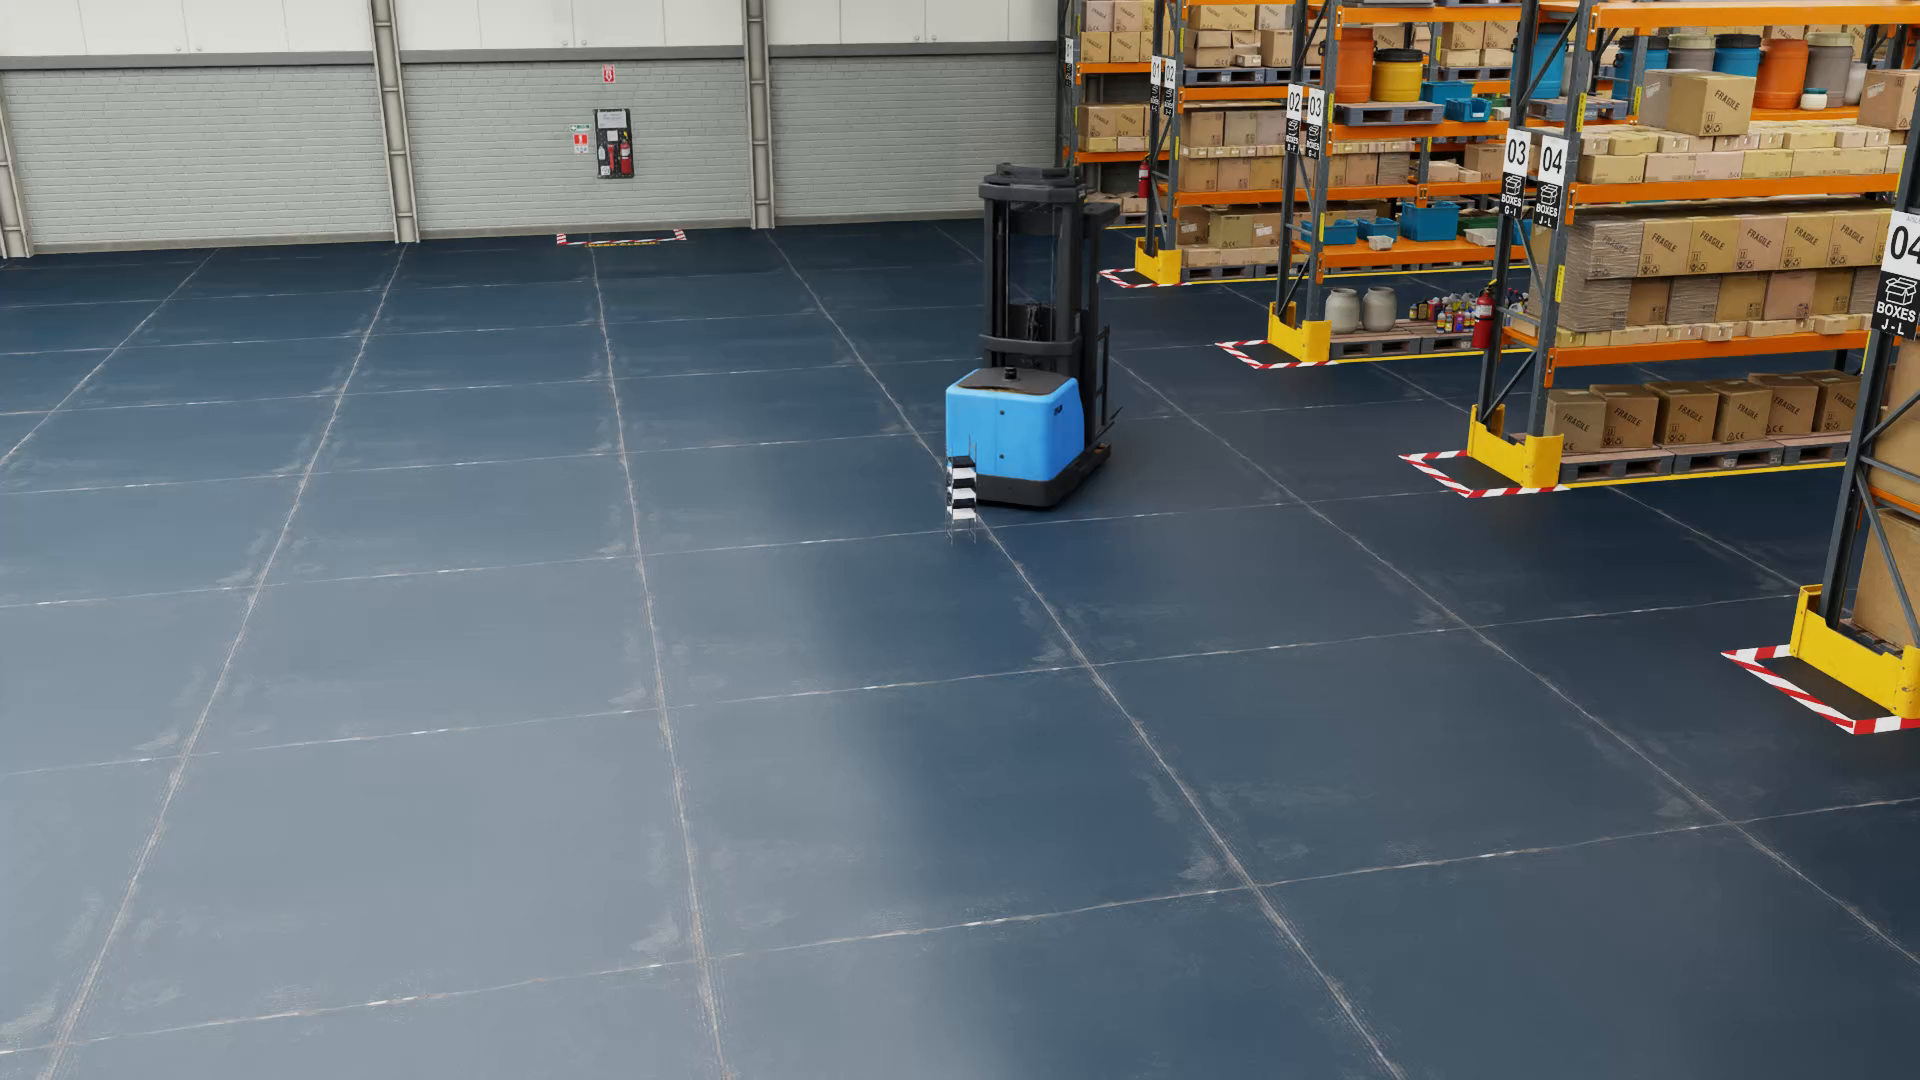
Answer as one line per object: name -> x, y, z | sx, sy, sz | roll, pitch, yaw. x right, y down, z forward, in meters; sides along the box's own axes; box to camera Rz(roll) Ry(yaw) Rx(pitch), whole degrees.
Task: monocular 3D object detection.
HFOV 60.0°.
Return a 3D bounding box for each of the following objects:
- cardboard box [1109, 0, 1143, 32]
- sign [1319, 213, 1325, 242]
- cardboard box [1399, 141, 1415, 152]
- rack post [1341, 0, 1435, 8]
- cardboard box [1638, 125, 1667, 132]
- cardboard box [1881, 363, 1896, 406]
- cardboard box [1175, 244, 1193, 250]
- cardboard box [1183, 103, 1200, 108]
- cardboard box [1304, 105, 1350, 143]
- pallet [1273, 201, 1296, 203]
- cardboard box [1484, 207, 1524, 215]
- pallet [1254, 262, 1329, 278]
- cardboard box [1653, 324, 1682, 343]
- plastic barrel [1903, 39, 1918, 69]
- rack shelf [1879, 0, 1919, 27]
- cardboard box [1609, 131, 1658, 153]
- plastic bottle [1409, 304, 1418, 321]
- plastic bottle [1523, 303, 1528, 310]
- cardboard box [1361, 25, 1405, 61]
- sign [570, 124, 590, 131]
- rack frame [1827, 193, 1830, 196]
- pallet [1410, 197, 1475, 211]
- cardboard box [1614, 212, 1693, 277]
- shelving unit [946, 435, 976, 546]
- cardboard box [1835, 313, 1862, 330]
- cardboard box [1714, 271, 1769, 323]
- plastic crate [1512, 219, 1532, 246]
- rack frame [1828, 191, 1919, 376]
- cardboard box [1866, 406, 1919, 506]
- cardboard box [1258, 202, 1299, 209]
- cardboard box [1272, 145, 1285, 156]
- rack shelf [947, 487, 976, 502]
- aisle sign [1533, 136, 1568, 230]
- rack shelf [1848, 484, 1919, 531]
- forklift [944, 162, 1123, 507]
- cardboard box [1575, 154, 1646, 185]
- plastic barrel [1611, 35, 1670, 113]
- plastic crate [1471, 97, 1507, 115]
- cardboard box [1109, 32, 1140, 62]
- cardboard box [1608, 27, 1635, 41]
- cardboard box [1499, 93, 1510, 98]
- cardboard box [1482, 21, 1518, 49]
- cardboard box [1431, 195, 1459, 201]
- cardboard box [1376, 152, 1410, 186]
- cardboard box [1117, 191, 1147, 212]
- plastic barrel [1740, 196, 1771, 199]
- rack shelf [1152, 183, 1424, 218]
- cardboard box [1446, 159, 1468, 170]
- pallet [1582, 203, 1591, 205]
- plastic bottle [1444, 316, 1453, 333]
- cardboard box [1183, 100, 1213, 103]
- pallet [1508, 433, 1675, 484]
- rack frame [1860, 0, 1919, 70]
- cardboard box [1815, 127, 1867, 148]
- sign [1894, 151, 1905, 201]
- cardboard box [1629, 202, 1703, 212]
cardboard box -> 2.800, -8.971, 28.454 | 0.500, 0.500, 0.500 | -5, 21, -13
sign -> 4.272, -3.694, 19.635 | 0.005, 0.325, 0.100 | -5, 21, -12
cardboard box -> 6.691, -5.981, 25.194 | 0.250, 0.149, 0.380 | -5, 21, -13
rack post -> 4.914, -6.348, 19.287 | 0.954, 0.300, 0.937 | -2, 20, -7
cardboard box -> 6.517, -3.787, 15.570 | 0.250, 0.149, 0.380 | -4, 21, -12
cardboard box -> 9.784, -1.481, 16.991 | 0.500, 0.500, 0.700 | -6, 21, -17
cardboard box -> 3.467, -4.454, 25.499 | 0.500, 0.250, 0.500 | -5, 21, -12
cardboard box -> 3.891, -7.412, 29.287 | 0.500, 0.500, 0.500 | -4, 20, -11
cardboard box -> 5.497, -6.262, 25.017 | 0.500, 0.500, 0.700 | -5, 21, -12
pallet -> 6.520, -6.134, 30.752 | 1.213, 0.211, 1.003 | -5, 21, -12
cardboard box -> 8.715, -5.141, 26.560 | 0.500, 0.311, 0.500 | -5, 21, -13
pallet -> 4.933, -4.267, 25.656 | 1.213, 0.211, 1.003 | -5, 21, -12
cardboard box -> 6.599, -1.987, 15.744 | 0.250, 0.149, 0.380 | -5, 21, -12
plastic barrel -> 12.488, -6.233, 21.372 | 0.708, 0.830, 0.600 | -5, 21, -12
rack shelf -> 13.881, -6.831, 21.507 | 4.000, 0.370, 1.077 | -5, 21, -12
cardboard box -> 6.102, -3.609, 15.084 | 0.250, 0.149, 0.380 | -5, 21, -13
plastic bottle -> 5.836, -2.933, 21.389 | 0.097, 0.201, 0.097 | 0, 20, 0
plastic bottle -> 7.236, -2.877, 21.129 | 0.135, 0.276, 0.152 | -5, 21, -12
cardboard box -> 6.355, -7.490, 25.080 | 0.500, 0.500, 0.500 | -3, 20, -8
sign -> -6.456, -7.005, 28.255 | 0.331, 0.109, 0.001 | -5, 21, -12
rack frame -> 14.691, -6.356, 27.306 | 0.127, 3.000, 1.000 | -5, 21, -12
pallet -> 8.894, -6.327, 31.279 | 1.213, 0.211, 1.003 | -5, 21, -12
cardboard box -> 6.375, -2.736, 15.391 | 0.500, 0.500, 0.500 | -5, 21, -12
shelving unit -> 0.008, -0.423, 14.162 | 0.210, 0.900, 0.258 | -5, 21, -12
cardboard box -> 8.538, -2.157, 16.208 | 0.250, 0.149, 0.380 | -5, 21, -12
cardboard box -> 7.276, -2.452, 16.069 | 0.500, 0.500, 0.875 | -5, 21, -12
plastic crate -> 7.028, -3.816, 20.588 | 0.616, 0.251, 0.499 | -5, 21, -12
rack frame -> 9.182, -2.407, 16.524 | 0.127, 3.000, 1.000 | -5, 21, -12
cardboard box -> 6.683, -0.537, 11.201 | 0.550, 0.550, 0.875 | -5, 21, -12
cardboard box -> 4.923, -4.930, 25.709 | 0.500, 0.500, 0.500 | -5, 21, -12
cardboard box -> 4.698, -5.820, 24.752 | 0.250, 0.149, 0.380 | -5, 21, -13
rack shelf -> 0.008, -0.392, 14.173 | 0.200, 0.077, 0.258 | -5, 21, -12
aisle sign -> 5.298, -3.206, 14.925 | 0.004, 0.787, 0.394 | -5, 21, -12
rack shelf -> 8.279, -0.242, 11.661 | 4.000, 0.370, 1.077 | -5, 21, -12
forklift -> 0.859, -2.146, 15.912 | 1.130, 2.935, 3.031 | 8, 21, 20
cardboard box -> 5.818, -3.380, 15.038 | 0.500, 0.250, 0.500 | -4, 21, -11
plastic barrel -> 8.487, -5.822, 20.756 | 0.708, 0.901, 0.600 | -5, 21, -12
plastic crate -> 6.444, -5.340, 20.478 | 0.450, 0.188, 0.336 | -5, 21, -12
cardboard box -> 2.784, -8.503, 28.629 | 0.500, 0.500, 0.500 | -3, 20, -9
cardboard box -> 12.139, -9.578, 30.953 | 0.500, 0.500, 0.700 | -5, 21, -13
cardboard box -> 10.184, -8.198, 30.635 | 0.500, 0.250, 0.500 | -4, 21, -11
cardboard box -> 8.064, -7.699, 25.127 | 0.500, 0.500, 0.500 | -3, 20, -7
cardboard box -> 8.966, -6.656, 31.118 | 0.500, 0.500, 0.700 | -4, 21, -12
cardboard box -> 6.476, -5.733, 25.458 | 0.500, 0.500, 0.700 | -5, 21, -14
cardboard box -> 3.119, -6.078, 29.816 | 0.500, 0.311, 0.500 | -3, 20, -8
plastic barrel -> 10.159, -4.223, 21.285 | 0.433, 0.535, 0.433 | 0, 20, 0
rack shelf -> 4.960, -5.227, 25.269 | 4.000, 0.370, 1.077 | -5, 21, -12
cardboard box -> 7.719, -5.791, 25.958 | 0.258, 0.266, 0.396 | -5, 21, -14
pallet -> 11.625, -6.521, 31.809 | 1.213, 0.211, 1.003 | -5, 21, -12
plastic bottle -> 6.086, -2.688, 20.721 | 0.097, 0.201, 0.097 | 0, 20, 0
cardboard box -> 4.266, -7.627, 29.875 | 0.500, 0.500, 0.500 | -4, 21, -11
pallet -> 6.162, -0.839, 16.299 | 1.213, 0.211, 1.003 | -5, 21, -12
rack frame -> 11.935, -7.198, 20.882 | 0.127, 3.000, 1.000 | -5, 21, -12
cardboard box -> 8.164, -3.740, 15.440 | 0.250, 0.149, 0.380 | -5, 21, -14
sign -> 6.221, -2.392, 10.950 | 0.005, 0.325, 0.100 | -5, 21, -12
cardboard box -> 6.740, -2.953, 15.983 | 0.500, 0.500, 0.500 | -5, 21, -12
